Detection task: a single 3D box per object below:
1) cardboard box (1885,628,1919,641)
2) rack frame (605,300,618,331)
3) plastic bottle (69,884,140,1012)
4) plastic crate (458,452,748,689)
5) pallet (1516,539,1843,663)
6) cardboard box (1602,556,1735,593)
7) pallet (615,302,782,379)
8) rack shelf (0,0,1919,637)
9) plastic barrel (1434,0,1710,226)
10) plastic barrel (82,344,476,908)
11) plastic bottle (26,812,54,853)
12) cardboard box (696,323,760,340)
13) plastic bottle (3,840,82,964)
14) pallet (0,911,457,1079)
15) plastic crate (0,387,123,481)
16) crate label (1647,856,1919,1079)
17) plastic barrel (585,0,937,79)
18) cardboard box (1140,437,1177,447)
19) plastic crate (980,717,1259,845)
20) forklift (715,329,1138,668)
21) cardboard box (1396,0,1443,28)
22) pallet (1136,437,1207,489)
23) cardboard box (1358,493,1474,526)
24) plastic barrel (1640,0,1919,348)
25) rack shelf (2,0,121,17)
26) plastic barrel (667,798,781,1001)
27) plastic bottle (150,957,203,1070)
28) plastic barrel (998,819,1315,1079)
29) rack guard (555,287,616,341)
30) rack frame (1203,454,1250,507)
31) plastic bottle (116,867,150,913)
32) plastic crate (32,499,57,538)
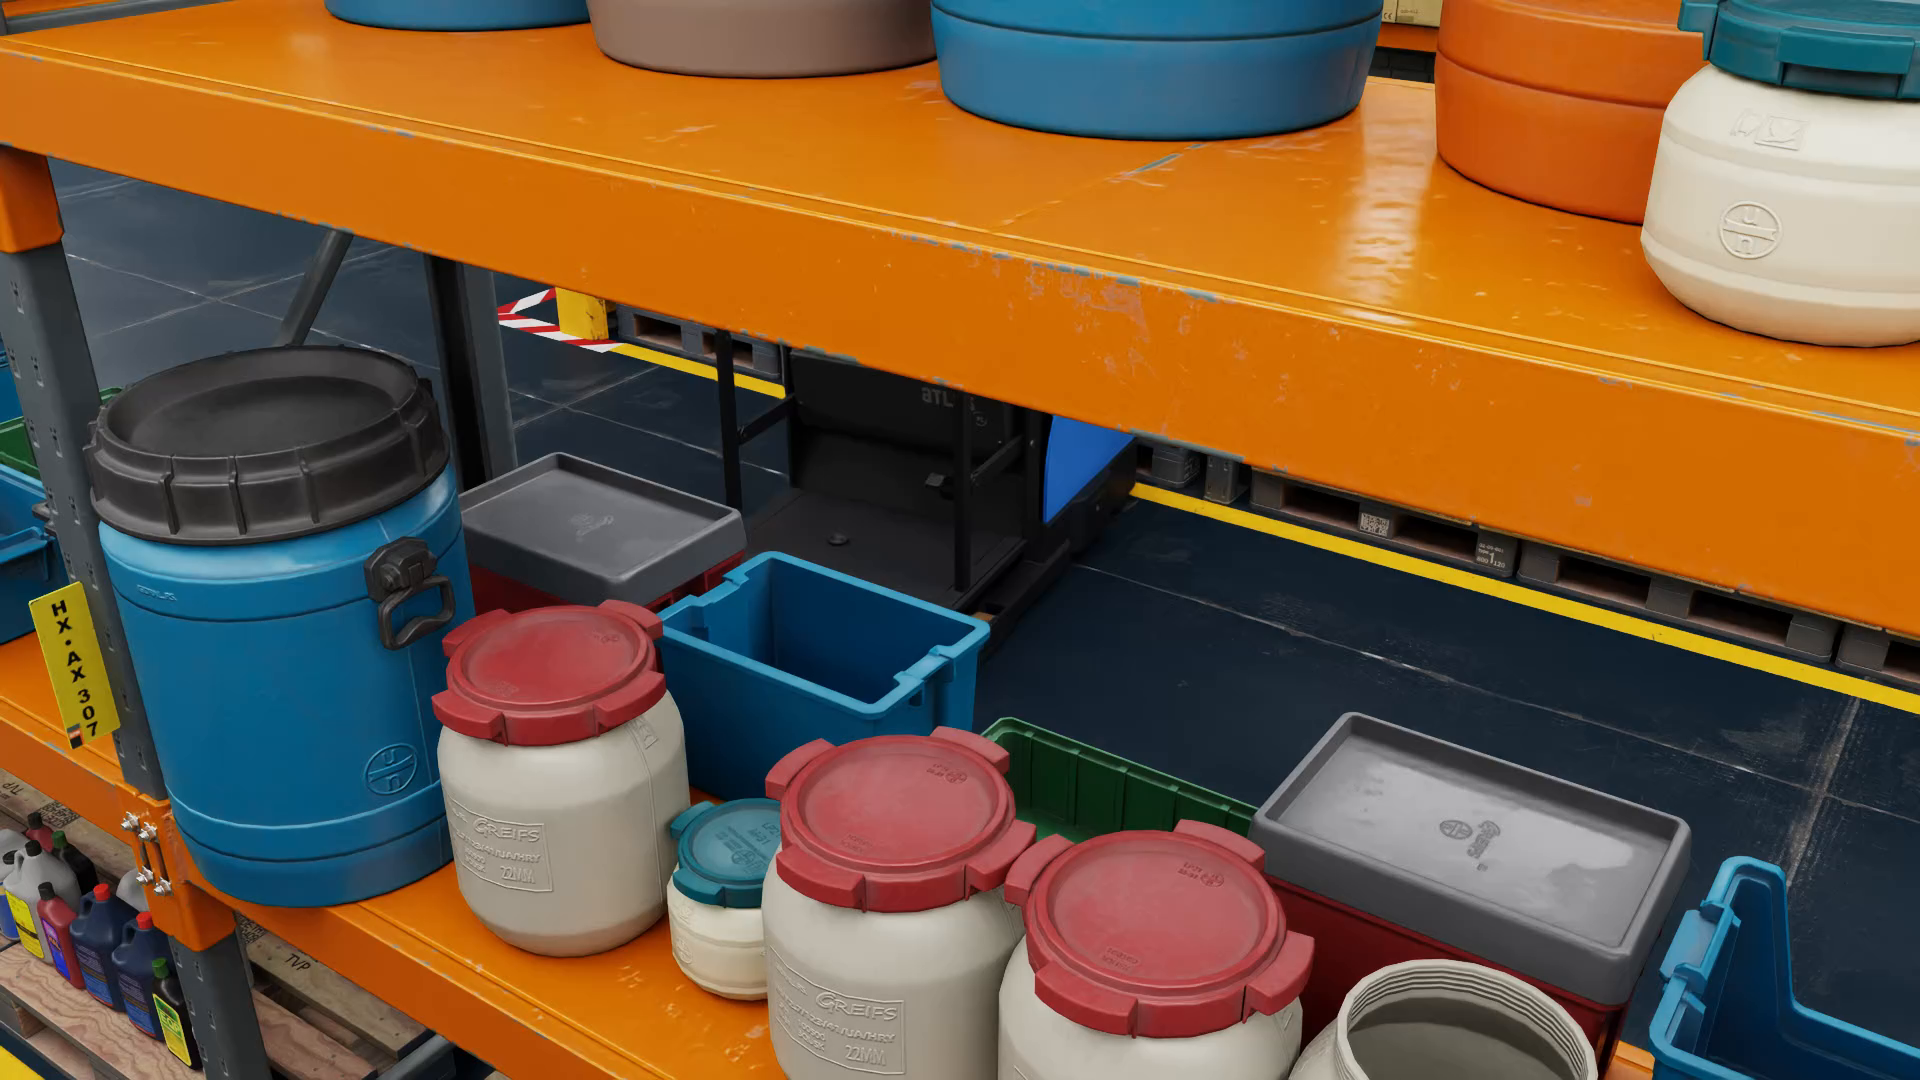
[{"bbox_3d":[3.745,0.201,6.116,0.500,0.250,0.500,17,31,30],"label":"cardboard box"},{"bbox_3d":[-1.851,-2.716,9.281,0.127,3.000,1.000,17,32,30],"label":"rack frame"},{"bbox_3d":[-2.213,1.039,4.336,0.185,0.351,0.144,16,31,28],"label":"plastic bottle"},{"bbox_3d":[-0.789,0.143,3.591,0.583,0.464,0.402,17,32,30],"label":"plastic crate"},{"bbox_3d":[3.086,0.041,6.937,1.213,0.211,1.003,17,32,30],"label":"pallet"},{"bbox_3d":[2.907,-0.060,6.630,0.500,0.250,0.500,18,32,31],"label":"cardboard box"},{"bbox_3d":[-1.197,-1.293,9.558,1.213,0.211,1.003,17,32,30],"label":"pallet"},{"bbox_3d":[0.287,-0.341,2.099,4.000,0.370,1.077,17,32,30],"label":"rack shelf"},{"bbox_3d":[0.843,-0.799,1.733,0.708,0.830,0.600,17,32,30],"label":"plastic barrel"},{"bbox_3d":[-1.214,0.151,3.094,0.708,0.901,0.600,17,32,30],"label":"plastic barrel"},{"bbox_3d":[-2.551,0.903,4.678,0.133,0.283,0.061,17,32,30],"label":"plastic bottle"},{"bbox_3d":[-1.120,-1.330,9.125,0.500,0.250,0.500,17,32,30],"label":"cardboard box"},{"bbox_3d":[-2.480,0.956,4.499,0.185,0.351,0.144,17,32,30],"label":"plastic bottle"},{"bbox_3d":[-1.891,1.216,4.627,1.213,0.211,1.003,17,32,30],"label":"pallet"},{"bbox_3d":[-2.320,-0.198,4.566,0.662,0.188,0.450,17,32,30],"label":"plastic crate"},{"bbox_3d":[1.270,0.817,2.299,0.616,0.435,0.502,17,32,30],"label":"crate label"},{"bbox_3d":[-0.280,-1.181,2.404,0.600,0.901,0.600,0,27,0],"label":"plastic barrel"},{"bbox_3d":[0.940,-0.688,7.864,0.500,0.250,0.500,17,32,30],"label":"cardboard box"},{"bbox_3d":[0.234,0.598,3.002,0.662,0.188,0.450,17,32,30],"label":"plastic crate"},{"bbox_3d":[-0.314,-1.015,6.012,1.130,2.935,3.031,13,30,24],"label":"forklift"},{"bbox_3d":[3.280,-3.624,11.207,0.500,0.250,0.500,17,32,31],"label":"cardboard box"},{"bbox_3d":[0.815,-0.667,8.327,1.213,0.211,1.003,17,32,30],"label":"pallet"},{"bbox_3d":[2.059,-0.323,7.146,0.500,0.250,0.500,18,32,32],"label":"cardboard box"},{"bbox_3d":[0.756,-0.326,1.428,0.301,0.262,0.301,0,27,0],"label":"plastic barrel"},{"bbox_3d":[-3.010,-1.368,4.117,4.000,0.370,1.077,17,32,30],"label":"rack shelf"},{"bbox_3d":[-0.357,0.620,2.876,0.301,0.262,0.301,0,27,0],"label":"plastic barrel"},{"bbox_3d":[-1.944,1.176,4.142,0.133,0.283,0.061,19,33,33],"label":"plastic bottle"},{"bbox_3d":[0.265,0.728,2.362,0.433,0.535,0.433,0,27,0],"label":"plastic barrel"},{"bbox_3d":[-1.871,-1.609,9.860,0.348,0.500,1.175,17,32,30],"label":"rack guard"},{"bbox_3d":[1.446,-1.689,7.262,0.127,3.000,1.000,17,32,30],"label":"rack frame"},{"bbox_3d":[-2.150,1.011,4.475,0.135,0.276,0.152,17,32,30],"label":"plastic bottle"},{"bbox_3d":[-1.721,0.007,3.997,0.504,0.338,0.767,17,32,30],"label":"plastic crate"}]
